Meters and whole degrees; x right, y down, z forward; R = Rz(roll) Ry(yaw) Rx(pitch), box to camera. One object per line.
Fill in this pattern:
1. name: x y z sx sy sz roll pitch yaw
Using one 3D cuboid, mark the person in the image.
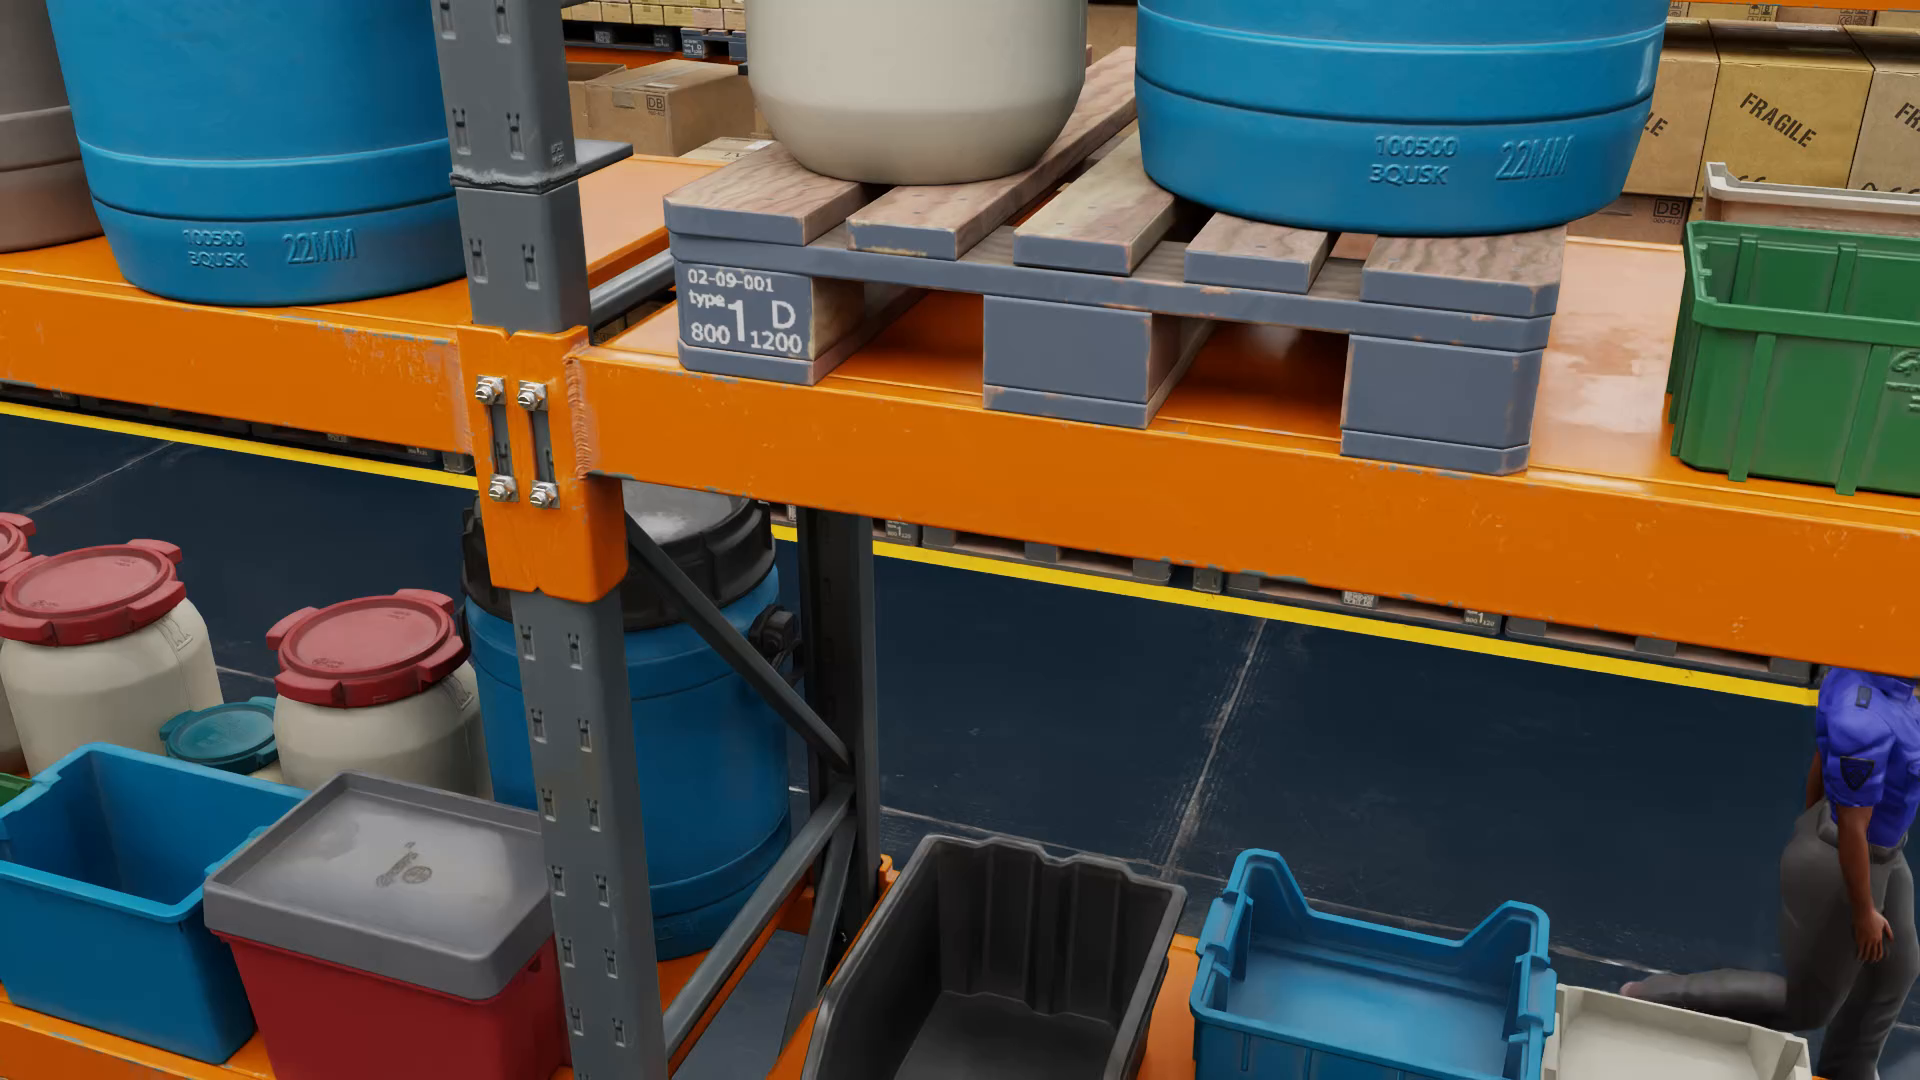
1. person: 2.286 0.833 4.378 0.817 1.617 0.432 16 30 30
